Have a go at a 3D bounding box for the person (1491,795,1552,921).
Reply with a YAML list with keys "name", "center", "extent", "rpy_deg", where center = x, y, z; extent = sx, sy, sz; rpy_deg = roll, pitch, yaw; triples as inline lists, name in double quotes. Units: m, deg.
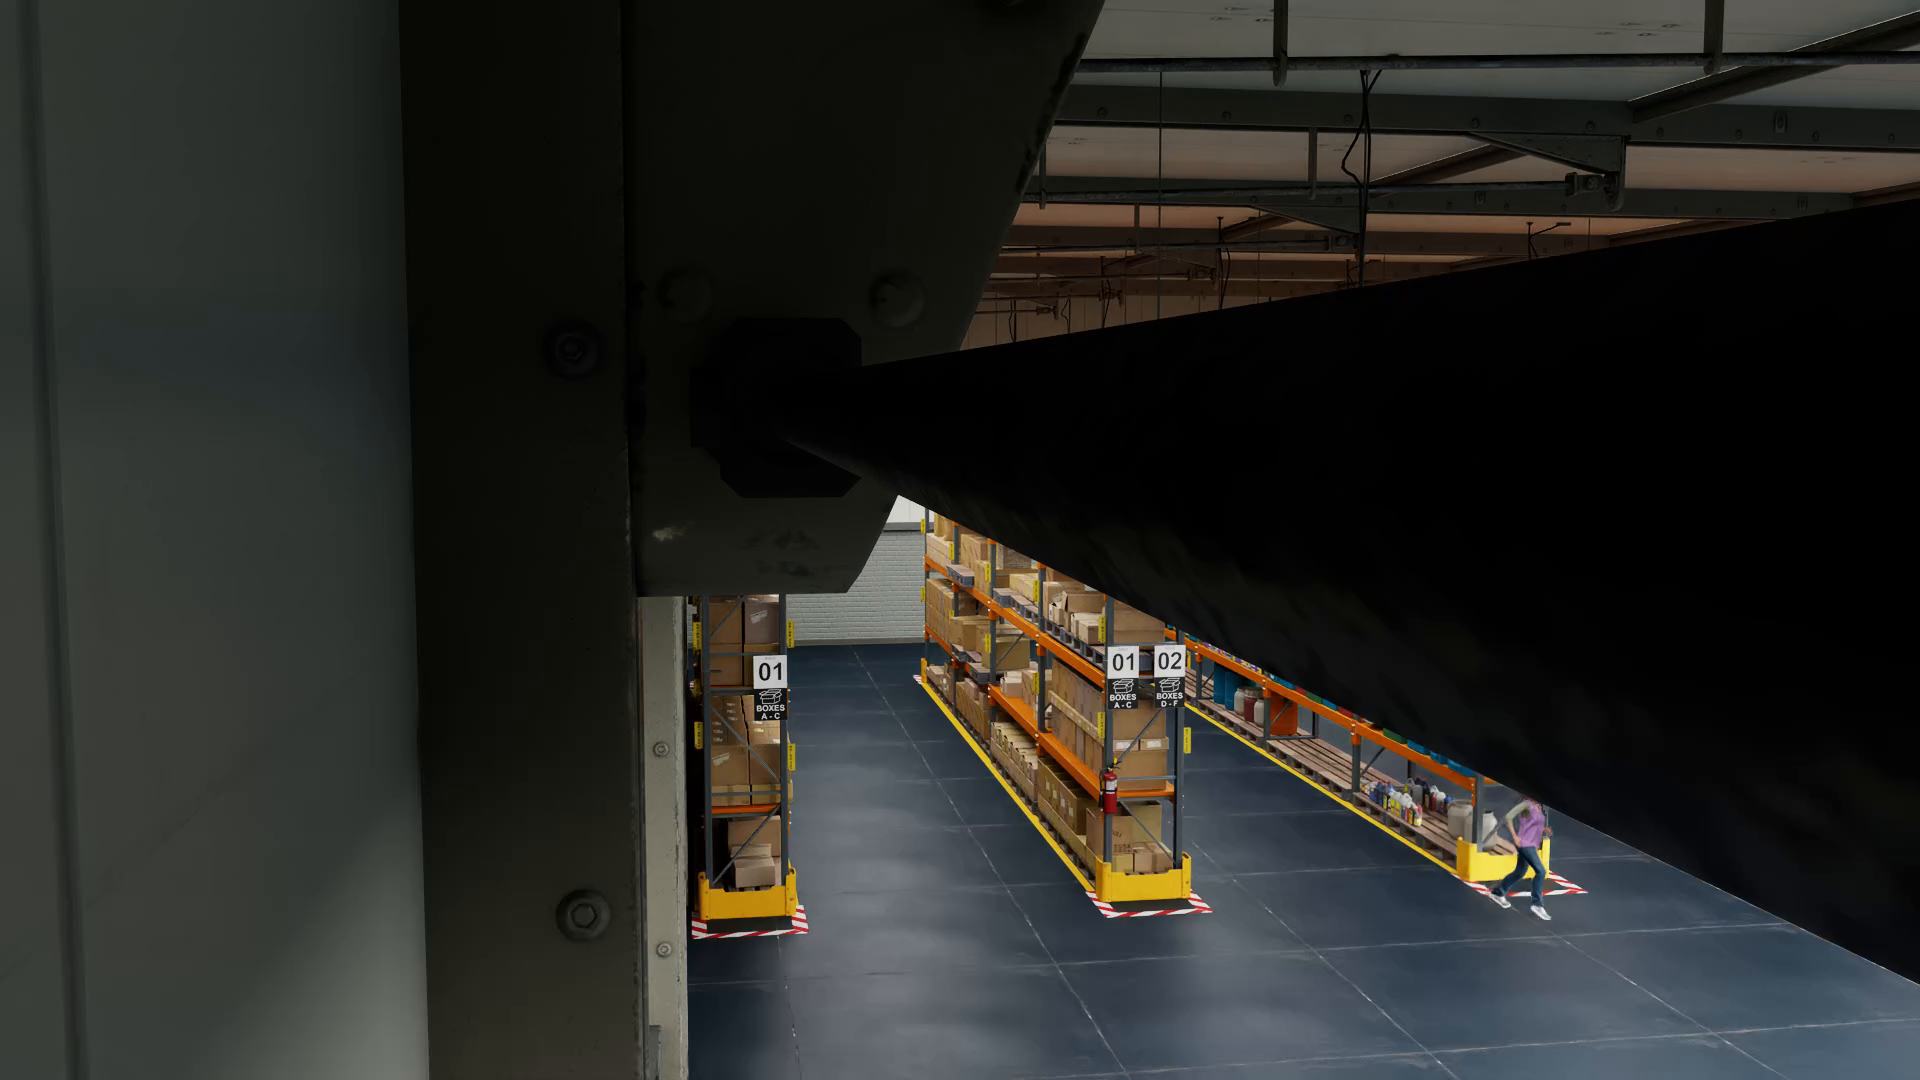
- name: "person"
  center: [6.925, 3.755, 20.331]
  extent: [0.763, 1.583, 0.555]
  rpy_deg: [4, 6, 35]
